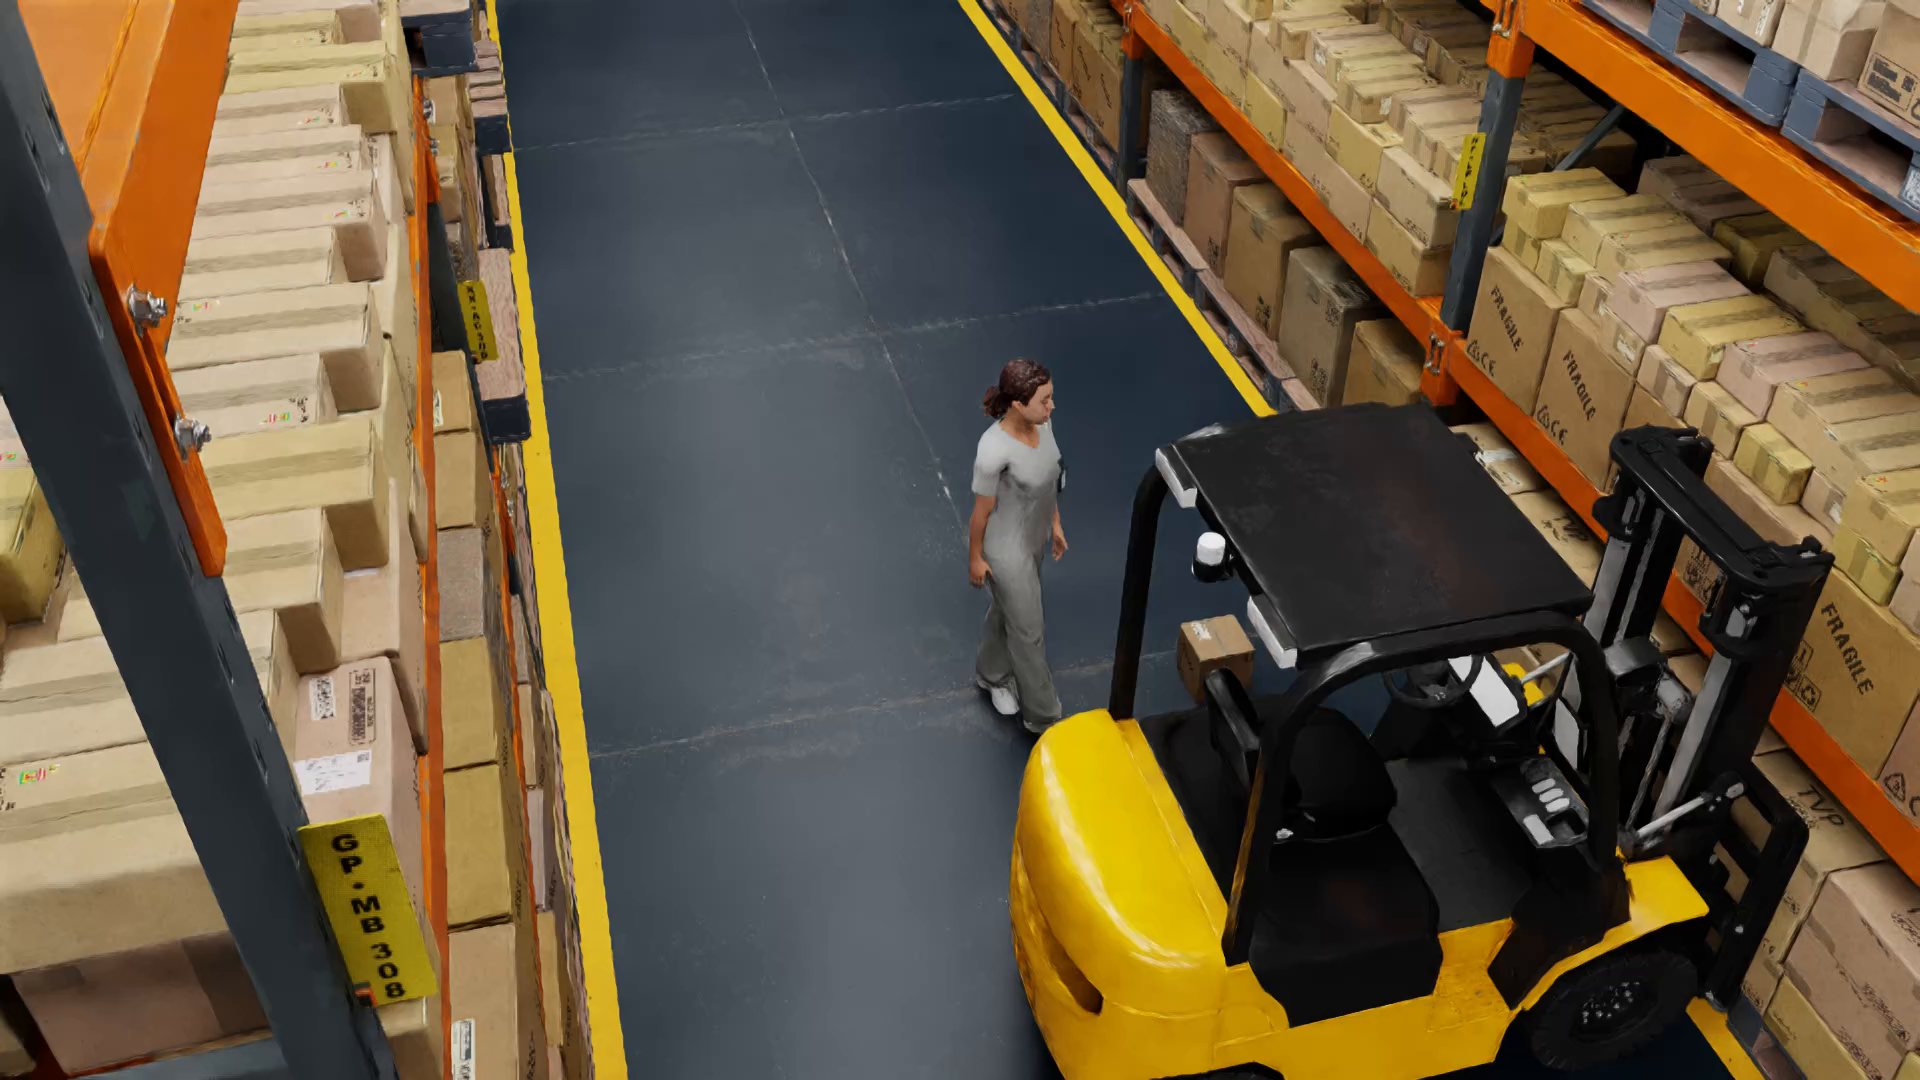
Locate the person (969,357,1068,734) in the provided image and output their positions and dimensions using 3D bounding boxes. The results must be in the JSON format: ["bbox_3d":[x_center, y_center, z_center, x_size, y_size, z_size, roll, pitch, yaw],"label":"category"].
[{"bbox_3d":[0.342,0.056,6.638,0.647,1.669,0.463,24,44,27],"label":"person"}]
